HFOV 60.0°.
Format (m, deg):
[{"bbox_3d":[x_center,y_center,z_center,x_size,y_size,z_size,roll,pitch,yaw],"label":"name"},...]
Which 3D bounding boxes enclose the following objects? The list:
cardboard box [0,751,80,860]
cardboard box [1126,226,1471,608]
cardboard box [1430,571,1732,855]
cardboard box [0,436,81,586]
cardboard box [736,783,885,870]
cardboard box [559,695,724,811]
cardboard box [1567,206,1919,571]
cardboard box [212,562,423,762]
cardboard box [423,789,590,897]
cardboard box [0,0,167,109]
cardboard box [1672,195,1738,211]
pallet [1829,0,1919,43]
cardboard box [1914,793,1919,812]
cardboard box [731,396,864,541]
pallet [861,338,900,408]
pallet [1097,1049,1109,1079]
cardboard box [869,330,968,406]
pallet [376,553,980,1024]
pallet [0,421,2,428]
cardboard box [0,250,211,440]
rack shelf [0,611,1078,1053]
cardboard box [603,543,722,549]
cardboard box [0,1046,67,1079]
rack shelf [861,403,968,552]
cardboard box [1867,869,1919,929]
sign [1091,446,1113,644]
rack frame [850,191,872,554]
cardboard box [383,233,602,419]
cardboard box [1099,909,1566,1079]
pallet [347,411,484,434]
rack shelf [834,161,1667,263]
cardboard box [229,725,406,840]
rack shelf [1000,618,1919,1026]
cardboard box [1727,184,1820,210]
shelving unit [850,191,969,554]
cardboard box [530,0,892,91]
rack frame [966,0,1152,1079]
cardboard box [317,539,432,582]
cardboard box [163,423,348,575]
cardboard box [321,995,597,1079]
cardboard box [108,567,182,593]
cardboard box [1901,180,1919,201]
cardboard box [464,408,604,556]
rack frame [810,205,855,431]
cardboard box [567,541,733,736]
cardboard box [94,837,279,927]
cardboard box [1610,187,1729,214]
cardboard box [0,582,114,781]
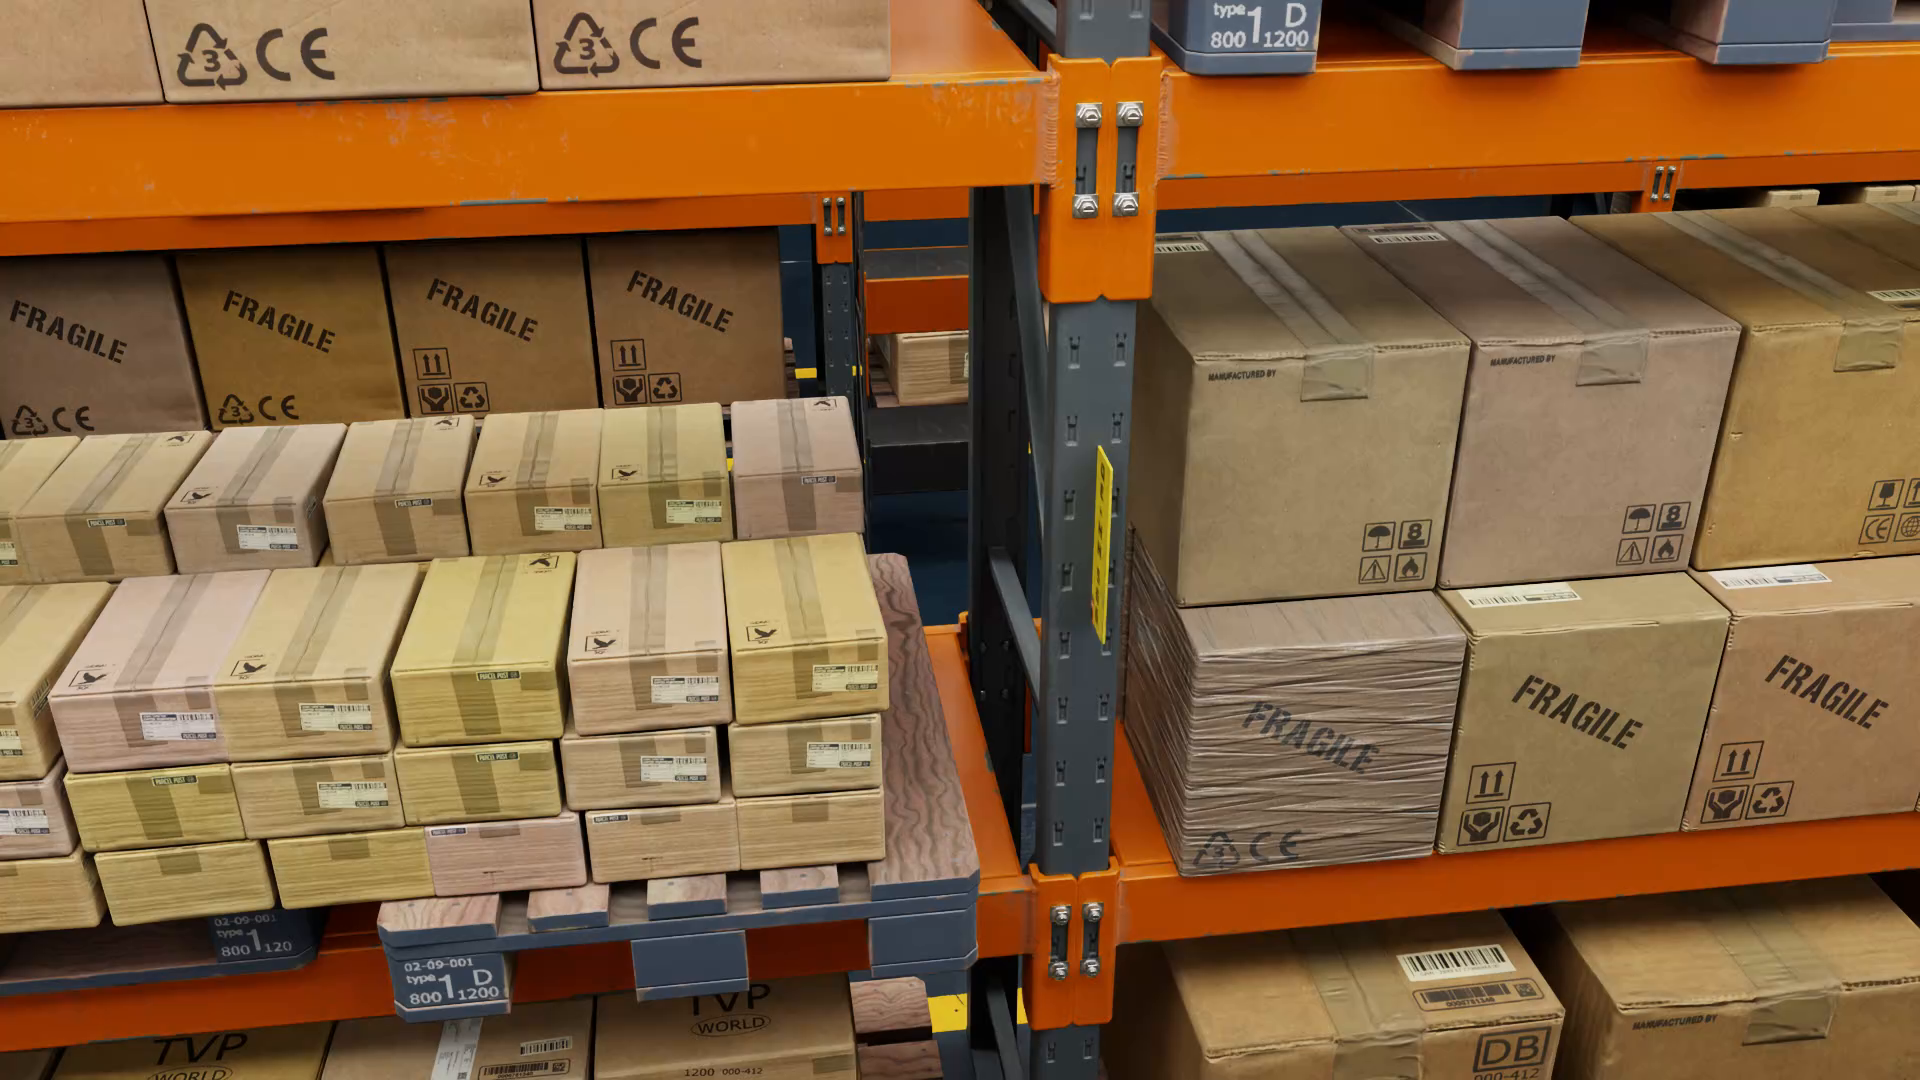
[{"bbox_3d":[-1.553,0.358,2.756,0.250,0.149,0.380,-3,27,-6],"label":"cardboard box"},{"bbox_3d":[0.595,-0.268,3.283,0.500,0.500,0.700,-4,27,-7],"label":"cardboard box"},{"bbox_3d":[1.135,0.260,3.347,0.500,0.500,0.500,-4,27,-8],"label":"cardboard box"},{"bbox_3d":[-1.884,-0.054,3.234,0.250,0.149,0.380,-4,27,-8],"label":"cardboard box"},{"bbox_3d":[-0.275,0.409,2.982,0.250,0.149,0.380,-3,27,-6],"label":"cardboard box"},{"bbox_3d":[-0.540,0.293,2.883,0.250,0.149,0.380,-3,27,-5],"label":"cardboard box"},{"bbox_3d":[1.604,-0.335,3.412,0.500,0.500,0.700,-4,27,-8],"label":"cardboard box"},{"bbox_3d":[-1.044,0.194,2.750,0.250,0.149,0.380,-3,27,-6],"label":"cardboard box"},{"bbox_3d":[-0.776,0.441,2.921,0.250,0.149,0.380,-3,27,-6],"label":"cardboard box"},{"bbox_3d":[-1.370,-0.915,2.353,0.500,0.500,0.500,-4,27,-7],"label":"cardboard box"},{"bbox_3d":[3.943,-1.453,8.527,0.500,0.500,0.500,-2,27,-5],"label":"cardboard box"},{"bbox_3d":[1.887,-1.143,3.113,1.213,0.211,1.003,-2,27,-5],"label":"pallet"},{"bbox_3d":[2.128,0.198,3.469,0.500,0.500,0.500,-4,27,-8],"label":"cardboard box"},{"bbox_3d":[-0.340,-0.153,3.425,0.250,0.149,0.380,-4,27,-7],"label":"cardboard box"},{"bbox_3d":[0.134,-0.795,8.568,1.213,0.211,1.003,-4,27,-7],"label":"pallet"},{"bbox_3d":[0.941,1.470,4.155,1.213,0.211,1.003,-4,27,-7],"label":"pallet"},{"bbox_3d":[-0.079,-1.035,8.401,0.625,0.372,0.950,-5,28,-11],"label":"cardboard box"},{"bbox_3d":[-0.541,0.424,3.348,1.003,0.211,1.213,-4,27,-7],"label":"pallet"},{"bbox_3d":[-5.365,-0.478,7.951,1.213,0.211,1.003,-4,27,-7],"label":"pallet"},{"bbox_3d":[-3.998,-1.049,7.876,0.875,0.875,0.875,-3,27,-6],"label":"cardboard box"},{"bbox_3d":[-1.831,0.692,3.403,4.000,0.370,1.077,-4,27,-7],"label":"rack shelf"},{"bbox_3d":[-0.626,-0.004,3.462,0.250,0.149,0.380,-2,27,-5],"label":"cardboard box"},{"bbox_3d":[-2.010,1.098,3.281,0.500,0.250,0.500,-3,27,-5],"label":"cardboard box"},{"bbox_3d":[-0.164,-0.289,7.076,0.480,0.518,0.431,-4,27,-7],"label":"rack shelf"},{"bbox_3d":[2.552,0.944,4.128,0.750,0.750,1.050,-4,27,-7],"label":"cardboard box"},{"bbox_3d":[0.234,0.010,2.764,0.005,0.325,0.100,-4,27,-7],"label":"sign"},{"bbox_3d":[-0.406,-0.908,6.720,0.015,2.100,0.400,-4,27,-7],"label":"rack frame"},{"bbox_3d":[-2.220,-1.167,8.105,0.875,0.875,0.875,-3,27,-6],"label":"cardboard box"},{"bbox_3d":[0.765,1.061,3.901,0.750,0.750,1.050,-4,27,-8],"label":"cardboard box"},{"bbox_3d":[-2.637,-0.653,8.292,1.213,0.211,1.003,-4,27,-7],"label":"pallet"},{"bbox_3d":[1.340,-1.793,8.248,4.000,0.370,1.077,-4,27,-7],"label":"rack shelf"},{"bbox_3d":[-1.048,0.326,2.818,0.250,0.149,0.380,-4,27,-7],"label":"cardboard box"},{"bbox_3d":[2.130,0.438,3.899,4.000,0.370,1.077,-4,27,-7],"label":"rack shelf"},{"bbox_3d":[4.075,-1.723,8.342,0.250,0.149,0.380,-3,27,-6],"label":"cardboard box"},{"bbox_3d":[-0.164,-0.924,6.750,0.503,2.100,0.431,-4,27,-7],"label":"shelving unit"},{"bbox_3d":[-0.381,-0.983,2.485,0.500,0.500,0.500,-4,27,-7],"label":"cardboard box"},{"bbox_3d":[0.149,0.245,3.487,0.127,3.000,1.000,-4,27,-7],"label":"rack frame"},{"bbox_3d":[-1.139,0.030,3.394,0.250,0.149,0.380,-4,27,-7],"label":"cardboard box"},{"bbox_3d":[-1.374,-0.086,3.296,0.250,0.149,0.380,-2,27,-5],"label":"cardboard box"},{"bbox_3d":[-0.990,1.036,3.402,0.500,0.250,0.500,-3,27,-6],"label":"cardboard box"},{"bbox_3d":[-1.632,0.060,3.336,0.250,0.149,0.380,-4,27,-8],"label":"cardboard box"},{"bbox_3d":[4.850,-1.775,8.443,0.250,0.149,0.380,-2,27,-4],"label":"cardboard box"},{"bbox_3d":[-0.844,-0.121,3.364,0.250,0.149,0.380,-4,27,-7],"label":"cardboard box"},{"bbox_3d":[-0.640,-1.986,7.835,0.127,3.000,1.000,-4,27,-7],"label":"rack frame"},{"bbox_3d":[-0.521,0.159,2.819,0.250,0.149,0.380,-4,27,-8],"label":"cardboard box"},{"bbox_3d":[-1.289,0.473,2.858,0.250,0.149,0.380,-5,28,-9],"label":"cardboard box"},{"bbox_3d":[3.869,-1.697,9.002,0.500,0.500,0.500,-4,27,-8],"label":"cardboard box"},{"bbox_3d":[-1.553,0.225,2.689,0.250,0.149,0.380,-2,27,-5],"label":"cardboard box"}]
